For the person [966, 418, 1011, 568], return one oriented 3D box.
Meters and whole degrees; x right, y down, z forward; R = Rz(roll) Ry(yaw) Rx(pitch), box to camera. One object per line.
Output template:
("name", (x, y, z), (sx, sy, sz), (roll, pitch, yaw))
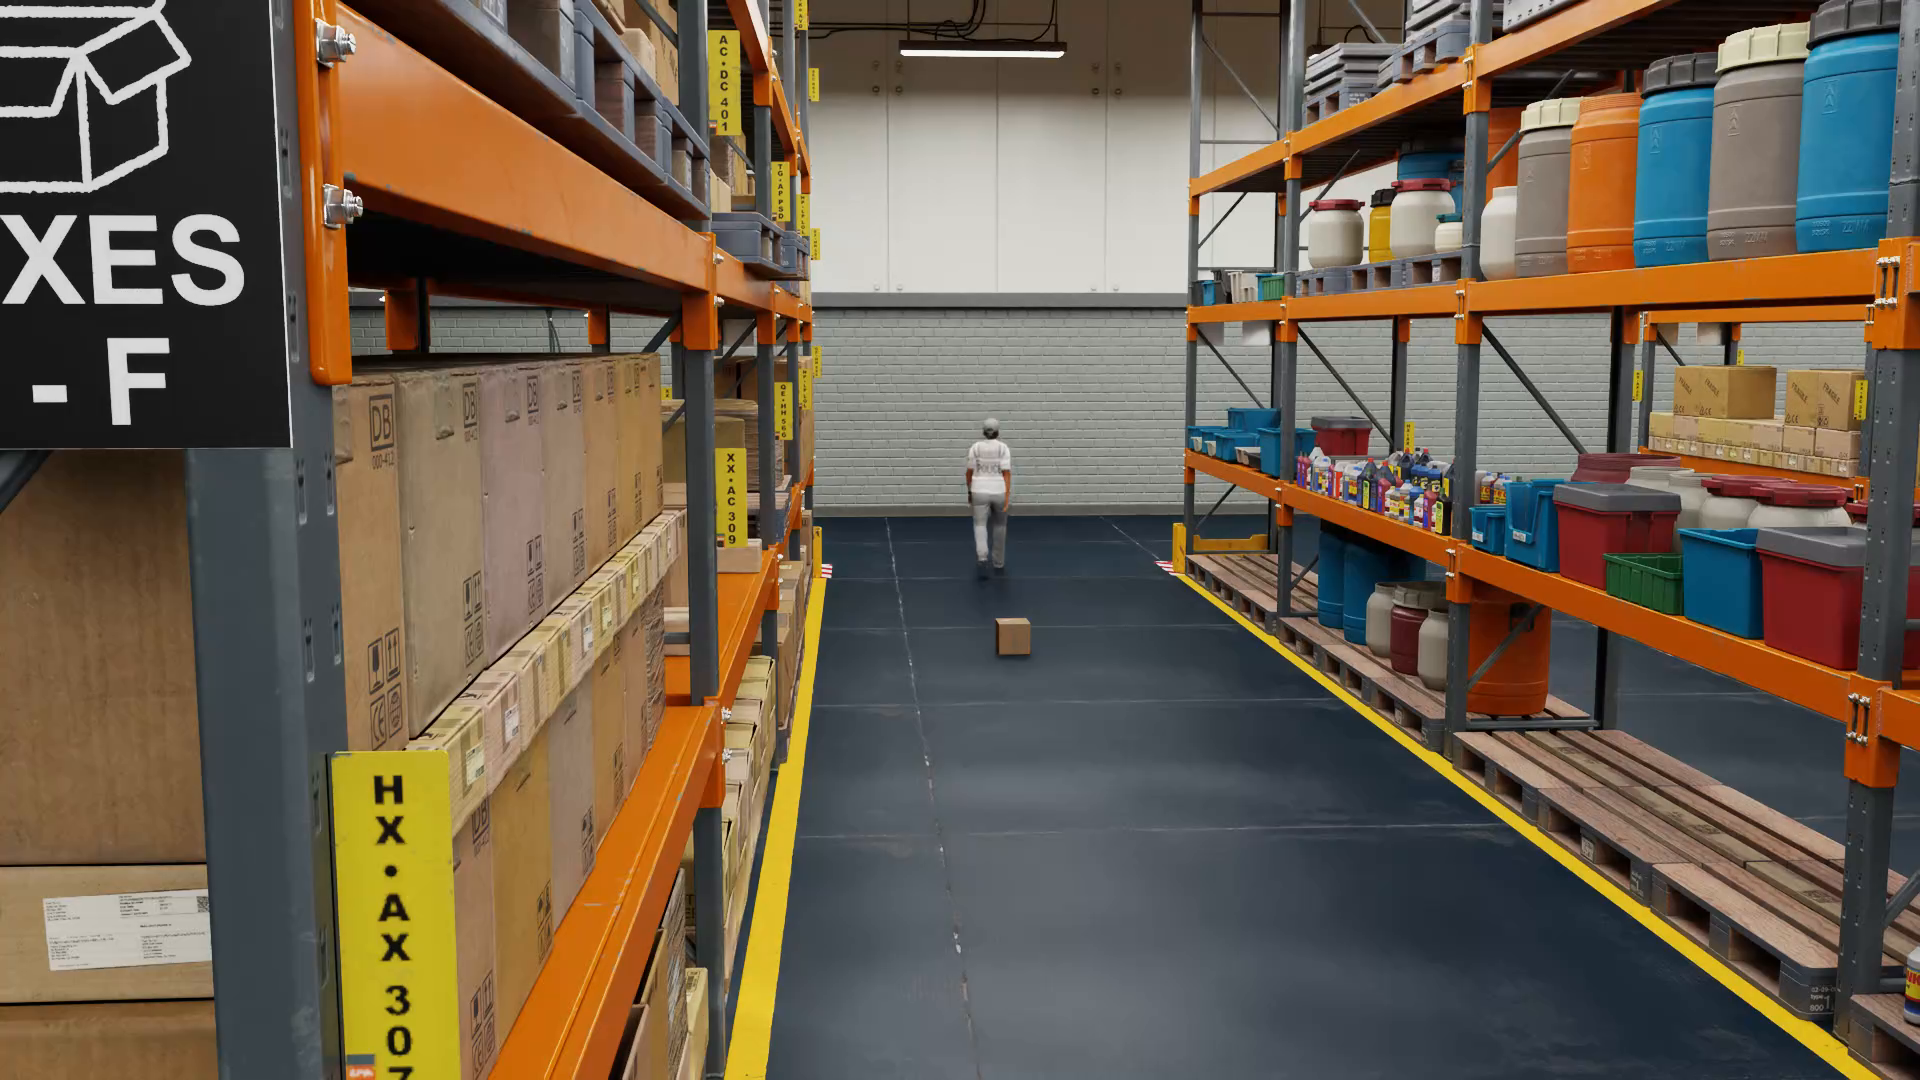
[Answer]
("person", (0.303, -0.483, 17.656), (0.477, 1.619, 0.942), (0, 7, -1))
